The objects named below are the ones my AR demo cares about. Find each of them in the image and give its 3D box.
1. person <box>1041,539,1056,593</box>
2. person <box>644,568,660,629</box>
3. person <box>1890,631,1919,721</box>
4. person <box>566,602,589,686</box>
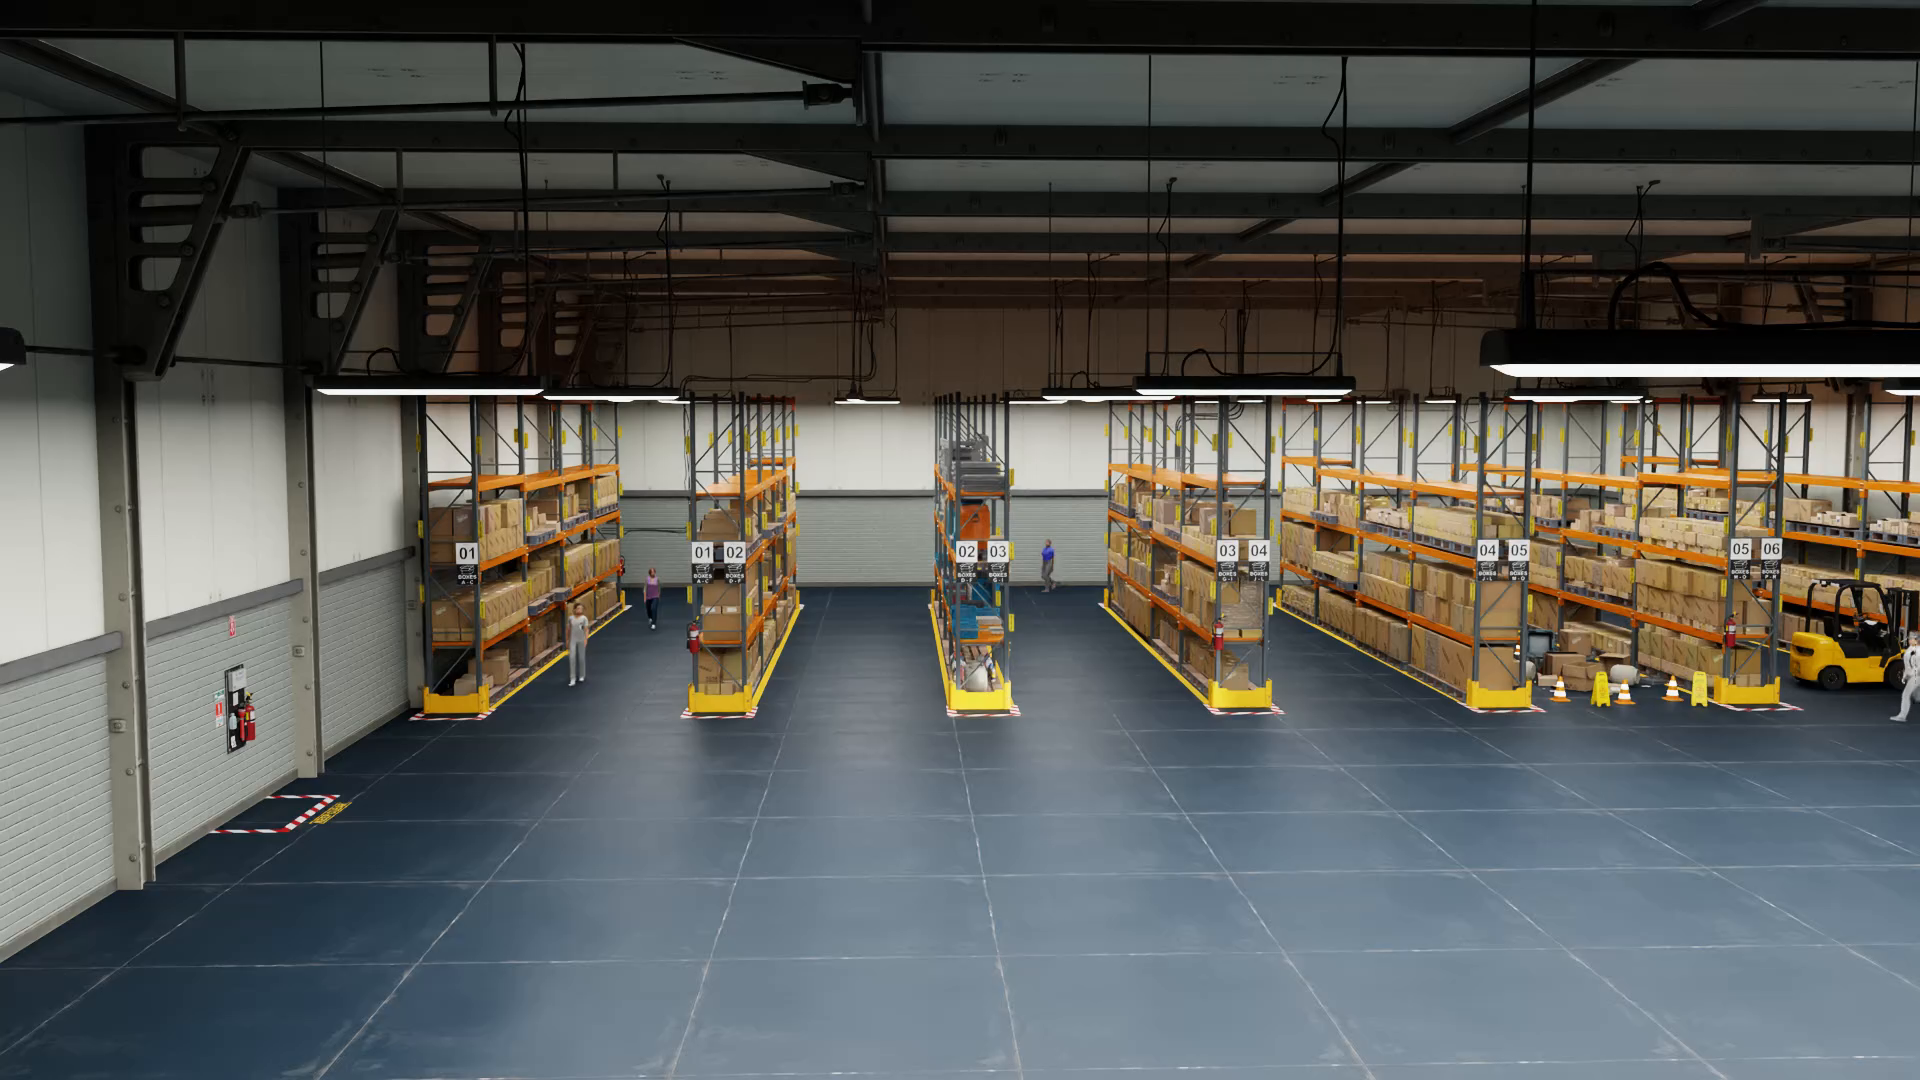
[{"bbox_3d":[2.744,0.786,51.221,0.675,1.634,0.457,-3,6,-35],"label":"person"},{"bbox_3d":[-7.960,1.483,43.004,0.402,1.551,0.899,0,5,-3],"label":"person"},{"bbox_3d":[17.387,2.470,30.213,0.970,1.640,0.486,0,5,-2],"label":"person"},{"bbox_3d":[-7.925,2.148,34.453,0.469,1.668,0.745,-1,5,-12],"label":"person"}]
